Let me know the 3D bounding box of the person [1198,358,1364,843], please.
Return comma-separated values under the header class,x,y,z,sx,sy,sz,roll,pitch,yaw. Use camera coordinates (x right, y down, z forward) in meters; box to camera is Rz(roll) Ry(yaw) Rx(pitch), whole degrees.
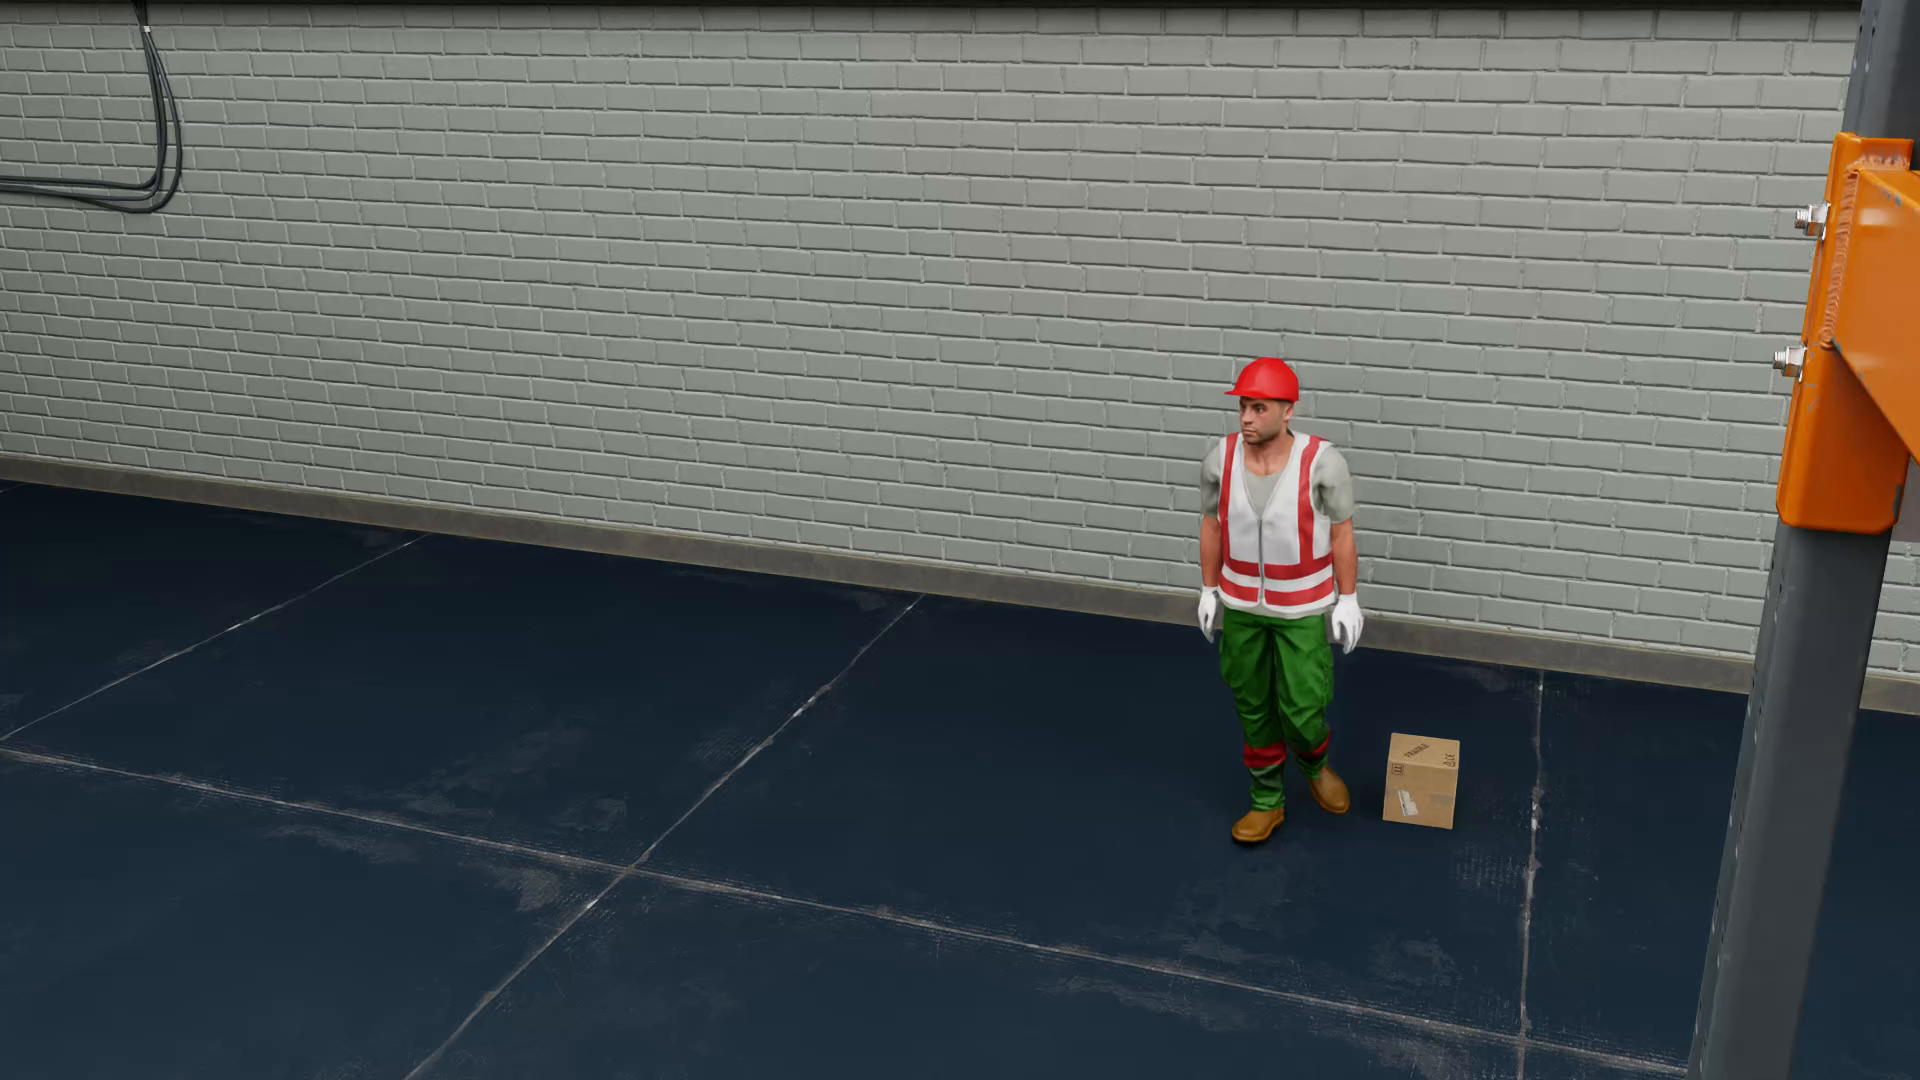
class,x,y,z,sx,sy,sz,roll,pitch,yaw
person,1.121,0.222,5.842,0.588,1.782,0.548,10,21,28
